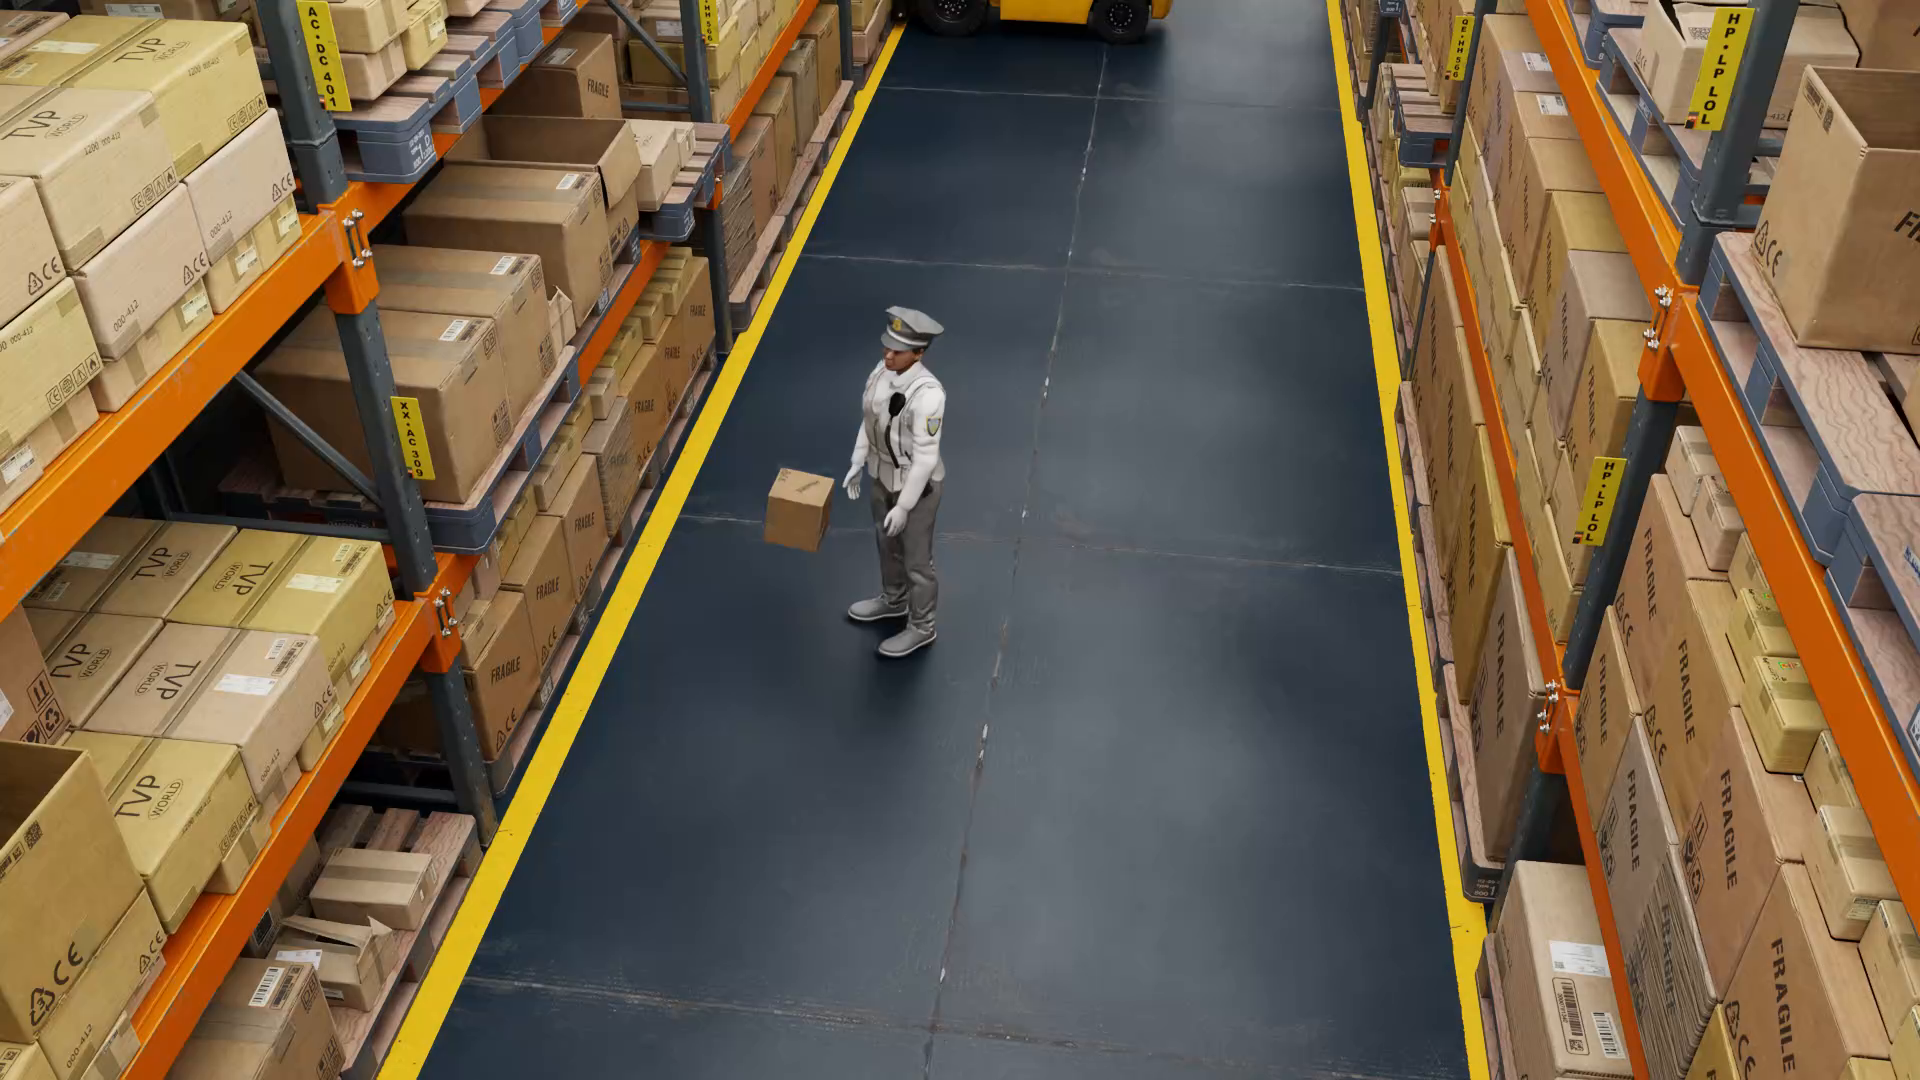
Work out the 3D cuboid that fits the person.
[{"bbox_3d":[3.254,-1.777,8.994,8.763,2.202,0.661,-20,41,-25],"label":"person"}]
